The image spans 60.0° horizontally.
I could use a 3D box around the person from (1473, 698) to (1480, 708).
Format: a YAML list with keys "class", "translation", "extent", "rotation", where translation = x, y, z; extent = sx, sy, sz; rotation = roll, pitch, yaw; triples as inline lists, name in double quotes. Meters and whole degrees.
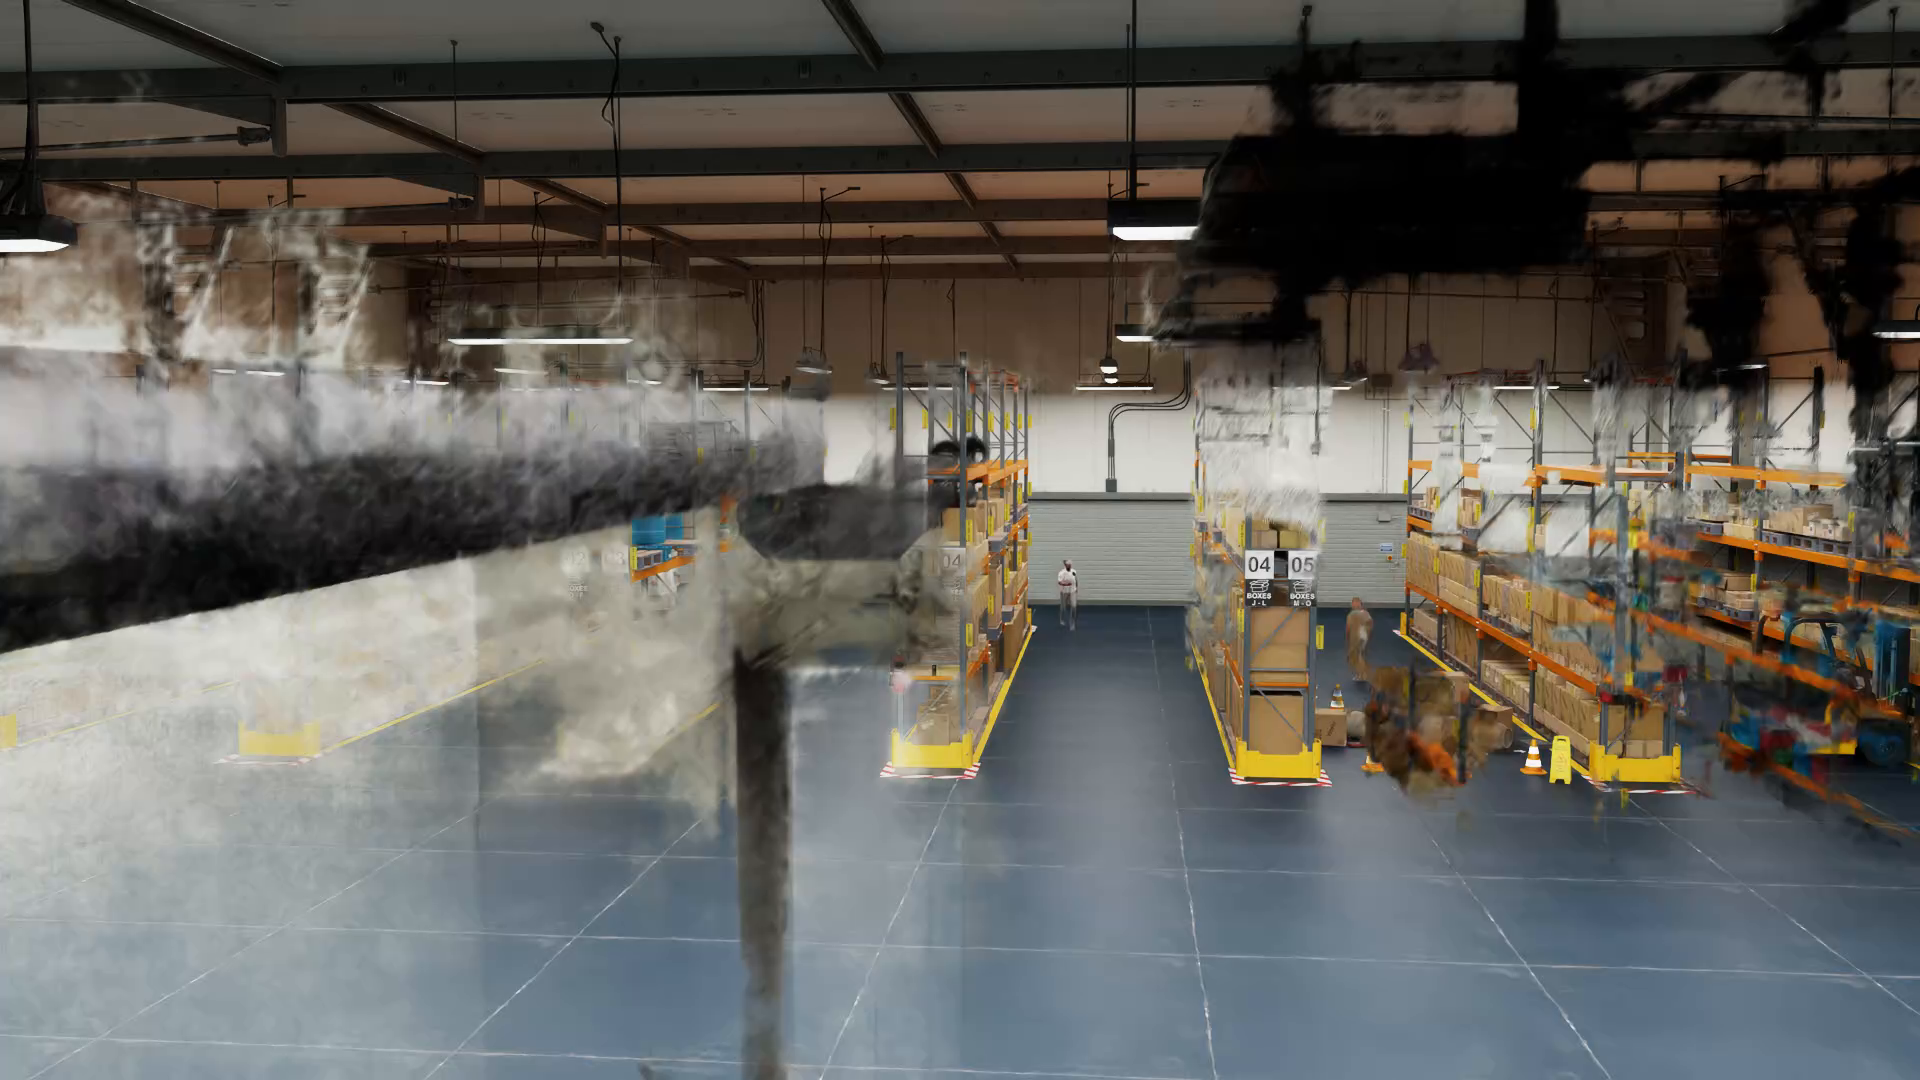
- class: "person"
  translation: [-6.995, 1.289, 39.564]
  extent: [0.689, 1.766, 0.987]
  rotation: [0, 4, -7]

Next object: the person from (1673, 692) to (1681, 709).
- class: "person"
  translation: [3.770, 1.950, 31.484]
  extent: [16.666, 1.659, 8.539]
  rotation: [0, 4, -3]
